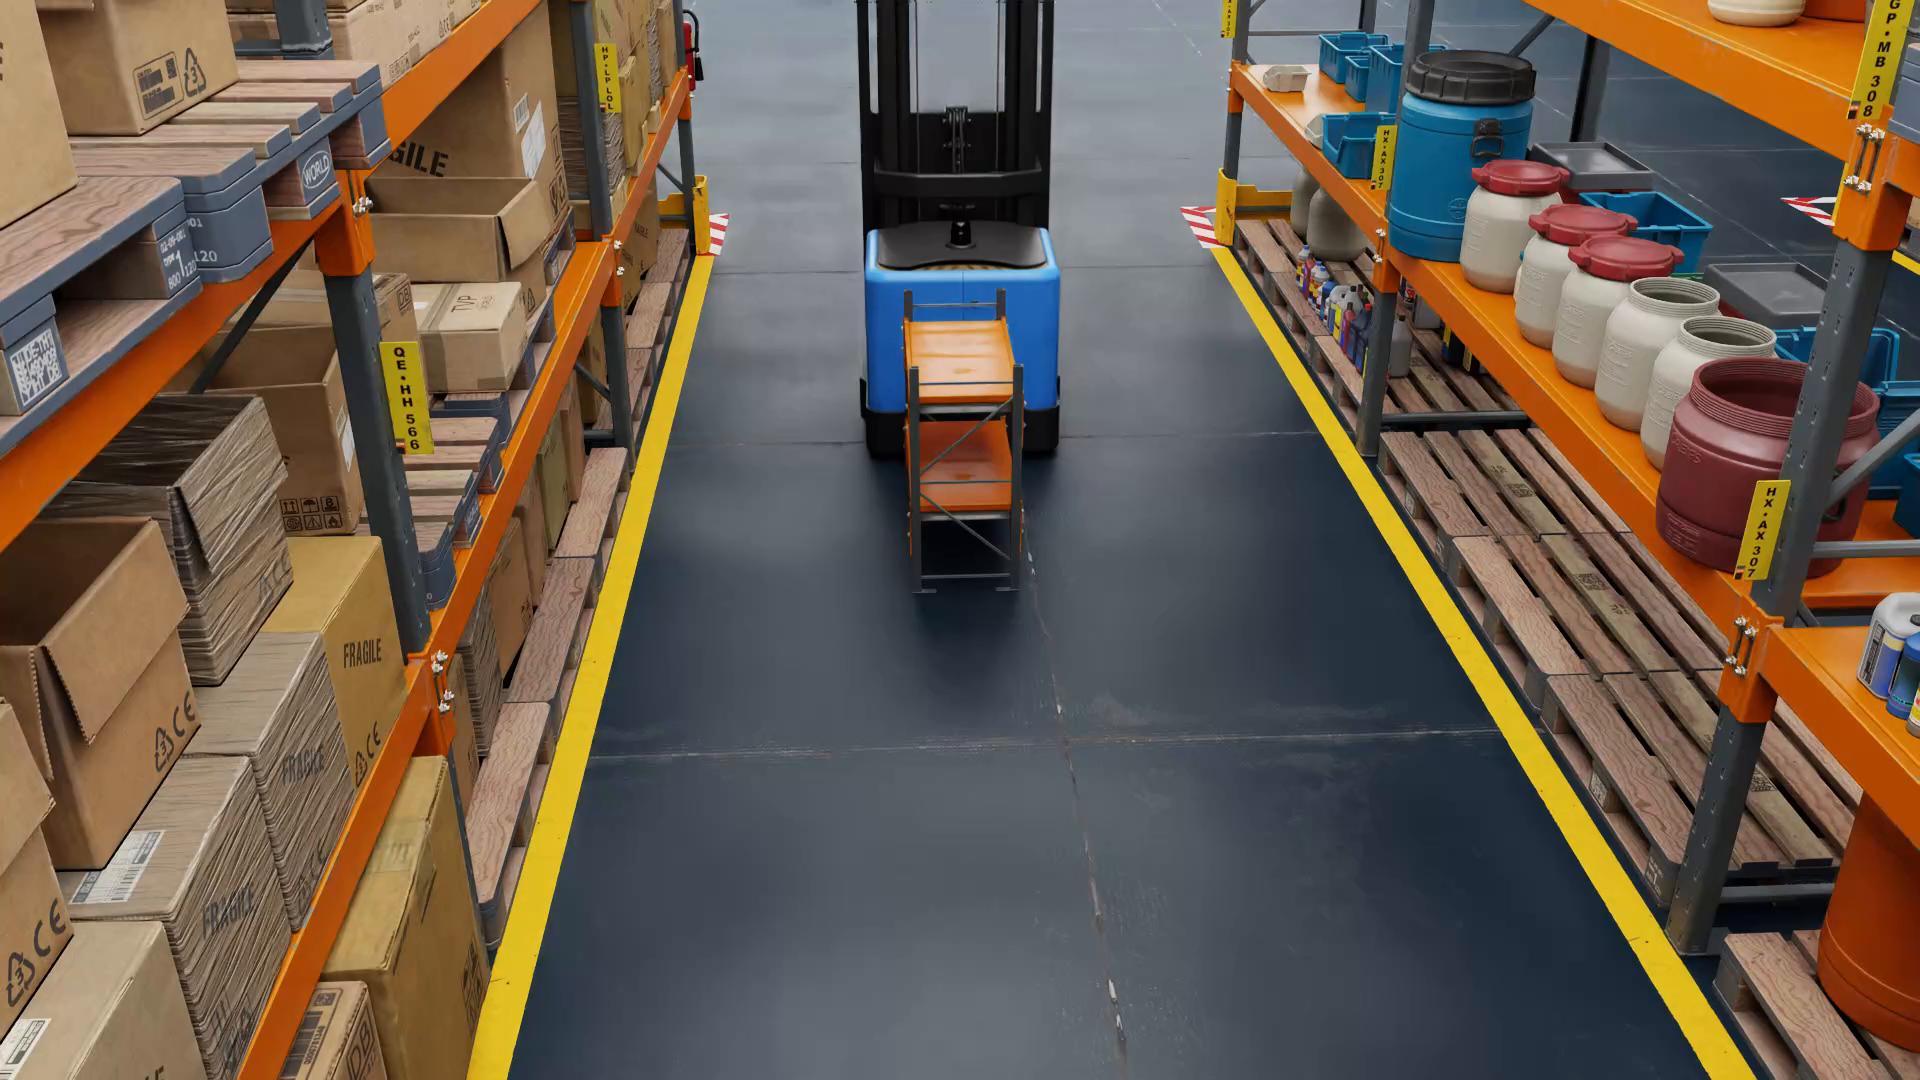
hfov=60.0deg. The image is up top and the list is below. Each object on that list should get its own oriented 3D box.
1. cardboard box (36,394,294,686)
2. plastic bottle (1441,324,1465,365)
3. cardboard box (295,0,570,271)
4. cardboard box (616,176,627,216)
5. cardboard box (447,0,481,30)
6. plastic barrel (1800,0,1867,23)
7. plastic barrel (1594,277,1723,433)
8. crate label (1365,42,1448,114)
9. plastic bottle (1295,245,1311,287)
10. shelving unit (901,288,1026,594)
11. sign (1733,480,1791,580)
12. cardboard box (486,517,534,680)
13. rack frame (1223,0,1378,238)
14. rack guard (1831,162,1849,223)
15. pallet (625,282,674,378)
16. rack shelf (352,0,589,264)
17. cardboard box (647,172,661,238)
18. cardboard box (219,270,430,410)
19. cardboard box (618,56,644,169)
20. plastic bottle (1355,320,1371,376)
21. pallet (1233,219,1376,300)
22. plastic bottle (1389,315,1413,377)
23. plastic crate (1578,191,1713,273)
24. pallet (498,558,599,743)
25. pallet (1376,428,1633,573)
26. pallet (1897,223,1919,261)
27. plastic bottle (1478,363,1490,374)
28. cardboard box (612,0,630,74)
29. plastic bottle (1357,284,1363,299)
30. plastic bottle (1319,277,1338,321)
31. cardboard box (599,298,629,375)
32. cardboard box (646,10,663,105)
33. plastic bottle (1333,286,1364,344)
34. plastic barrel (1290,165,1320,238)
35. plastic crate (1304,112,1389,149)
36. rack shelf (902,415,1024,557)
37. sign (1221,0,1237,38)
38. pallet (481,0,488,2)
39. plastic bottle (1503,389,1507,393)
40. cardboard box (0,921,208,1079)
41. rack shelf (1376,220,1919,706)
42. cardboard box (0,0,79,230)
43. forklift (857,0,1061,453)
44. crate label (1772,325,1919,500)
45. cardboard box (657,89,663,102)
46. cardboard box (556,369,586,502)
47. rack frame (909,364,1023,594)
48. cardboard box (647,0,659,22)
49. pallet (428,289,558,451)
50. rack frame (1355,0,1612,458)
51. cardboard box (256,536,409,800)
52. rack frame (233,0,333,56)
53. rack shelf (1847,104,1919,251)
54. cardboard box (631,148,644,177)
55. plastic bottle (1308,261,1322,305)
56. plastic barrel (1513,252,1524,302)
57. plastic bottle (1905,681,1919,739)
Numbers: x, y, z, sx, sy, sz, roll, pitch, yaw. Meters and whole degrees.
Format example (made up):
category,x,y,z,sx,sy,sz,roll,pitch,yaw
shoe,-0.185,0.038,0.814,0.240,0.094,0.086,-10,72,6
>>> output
category,x,y,z,sx,sy,sz,roll,pitch,yaw
cardboard box,-2.021,-0.002,3.818,0.797,0.503,0.637,0,28,-1
plastic bottle,2.922,-1.218,9.730,0.144,0.351,0.185,-1,28,-3
cardboard box,-2.351,-1.780,7.317,1.000,1.000,1.000,-1,28,-2
cardboard box,-1.963,-1.809,8.747,0.380,0.149,0.250,-1,28,-3
cardboard box,-1.877,-1.812,5.399,0.500,0.250,0.500,-1,28,-2
plastic barrel,3.043,-2.178,5.474,0.600,0.830,0.708,-1,28,-3
plastic barrel,2.614,-0.685,6.199,0.421,0.512,0.421,0,28,0
crate label,2.851,-2.838,10.409,0.502,0.435,0.616,-1,28,-3
plastic bottle,2.269,-1.806,10.943,0.097,0.271,0.097,0,28,0
shelving unit,0.000,-0.496,7.984,0.538,1.125,1.048,-1,28,-3
sign,2.354,-0.027,4.881,0.100,0.325,0.005,-1,28,-3
cardboard box,-2.177,0.236,6.782,0.700,0.500,0.500,1,28,2
rack frame,2.485,-3.665,12.034,1.000,3.000,0.127,-1,28,-3
rack guard,7.431,-2.686,12.859,1.175,0.500,0.348,-1,28,-3
pallet,-2.389,-1.336,10.584,1.003,0.211,1.213,-1,28,-3
rack shelf,-2.148,-1.786,5.965,1.077,0.370,4.000,-1,28,-3
cardboard box,-2.445,-2.335,11.732,0.500,0.500,0.500,4,28,7
cardboard box,-2.241,-0.586,5.567,0.700,0.500,0.500,3,28,5
cardboard box,-2.205,-2.316,9.017,0.875,0.500,0.500,-1,28,-3
plastic bottle,2.373,-1.129,9.560,0.144,0.351,0.185,-2,28,-4
pallet,2.573,-2.020,11.894,1.003,0.211,1.213,-1,28,-3
plastic bottle,2.517,-1.133,9.567,0.144,0.351,0.185,-1,28,-3
plastic crate,3.062,-1.309,7.534,0.392,0.384,0.575,-1,28,-3
pallet,-2.143,0.462,7.136,1.003,0.211,1.213,-1,28,-3
pallet,2.774,-0.220,8.444,1.003,0.211,1.213,-1,28,-3
pallet,7.514,-2.195,12.230,1.003,0.211,1.213,-1,28,-3
plastic bottle,3.071,-1.112,9.608,0.152,0.276,0.135,0,28,-1
cardboard box,-2.049,-2.763,8.793,0.500,0.500,0.500,-1,28,-3
plastic bottle,2.447,-1.415,10.181,0.061,0.283,0.133,-1,28,-3
plastic bottle,2.302,-1.508,10.372,0.097,0.271,0.097,0,28,0
cardboard box,-2.271,-1.226,9.607,0.500,0.500,0.500,7,28,14
cardboard box,-2.331,-3.007,10.343,0.875,0.500,0.500,-1,28,-3
plastic bottle,2.346,-1.367,10.016,0.144,0.351,0.185,-2,28,-3
plastic barrel,2.596,-2.446,11.933,0.421,0.512,0.421,0,28,0
plastic crate,2.356,-2.445,9.979,0.530,0.136,0.437,-1,28,-3
rack shelf,0.000,-0.279,8.097,0.538,0.278,1.000,-1,28,-3
sign,1.936,-3.777,11.948,0.100,0.325,0.005,-1,28,-3
pallet,-2.269,-2.179,6.143,1.213,0.211,1.003,-1,28,-3
plastic bottle,3.115,-0.961,9.324,0.097,0.271,0.097,0,28,0
cardboard box,-1.694,1.031,2.921,0.500,0.500,0.500,-1,28,-2
rack shelf,2.798,-0.575,6.888,1.077,0.370,4.000,-1,28,-3
cardboard box,-1.807,-0.735,2.610,0.500,0.500,0.500,0,28,0
forklift,-0.035,-2.412,9.705,1.130,2.935,3.031,-1,28,-2
crate label,3.121,-0.452,5.834,0.502,0.435,0.616,-1,28,-3
cardboard box,-2.165,-2.962,10.958,0.380,0.149,0.250,-1,28,-3
cardboard box,-2.242,-0.501,8.195,0.700,0.500,0.500,-3,28,-7
rack frame,0.027,-0.261,7.534,0.500,1.125,0.032,-1,28,-3
cardboard box,-2.130,-3.456,10.121,0.500,0.500,0.500,-1,28,-3
pallet,-2.188,-0.679,6.516,1.003,0.211,1.213,-1,28,-3
rack frame,2.694,-1.818,8.492,1.000,3.000,0.127,-1,28,-3
cardboard box,-1.770,0.326,4.273,0.500,0.500,0.500,-1,28,-1
rack frame,-2.043,-2.511,3.334,1.000,3.000,0.127,-1,28,-3
rack shelf,3.007,-0.058,2.652,1.077,0.370,4.000,-1,28,-3
cardboard box,-1.998,-2.156,9.412,0.380,0.149,0.250,-1,28,-3
plastic bottle,2.286,-1.648,10.640,0.097,0.271,0.097,0,28,0
plastic barrel,2.610,-1.142,7.345,0.301,0.262,0.301,0,28,0
plastic bottle,2.586,0.424,4.408,0.097,0.201,0.097,0,28,0
